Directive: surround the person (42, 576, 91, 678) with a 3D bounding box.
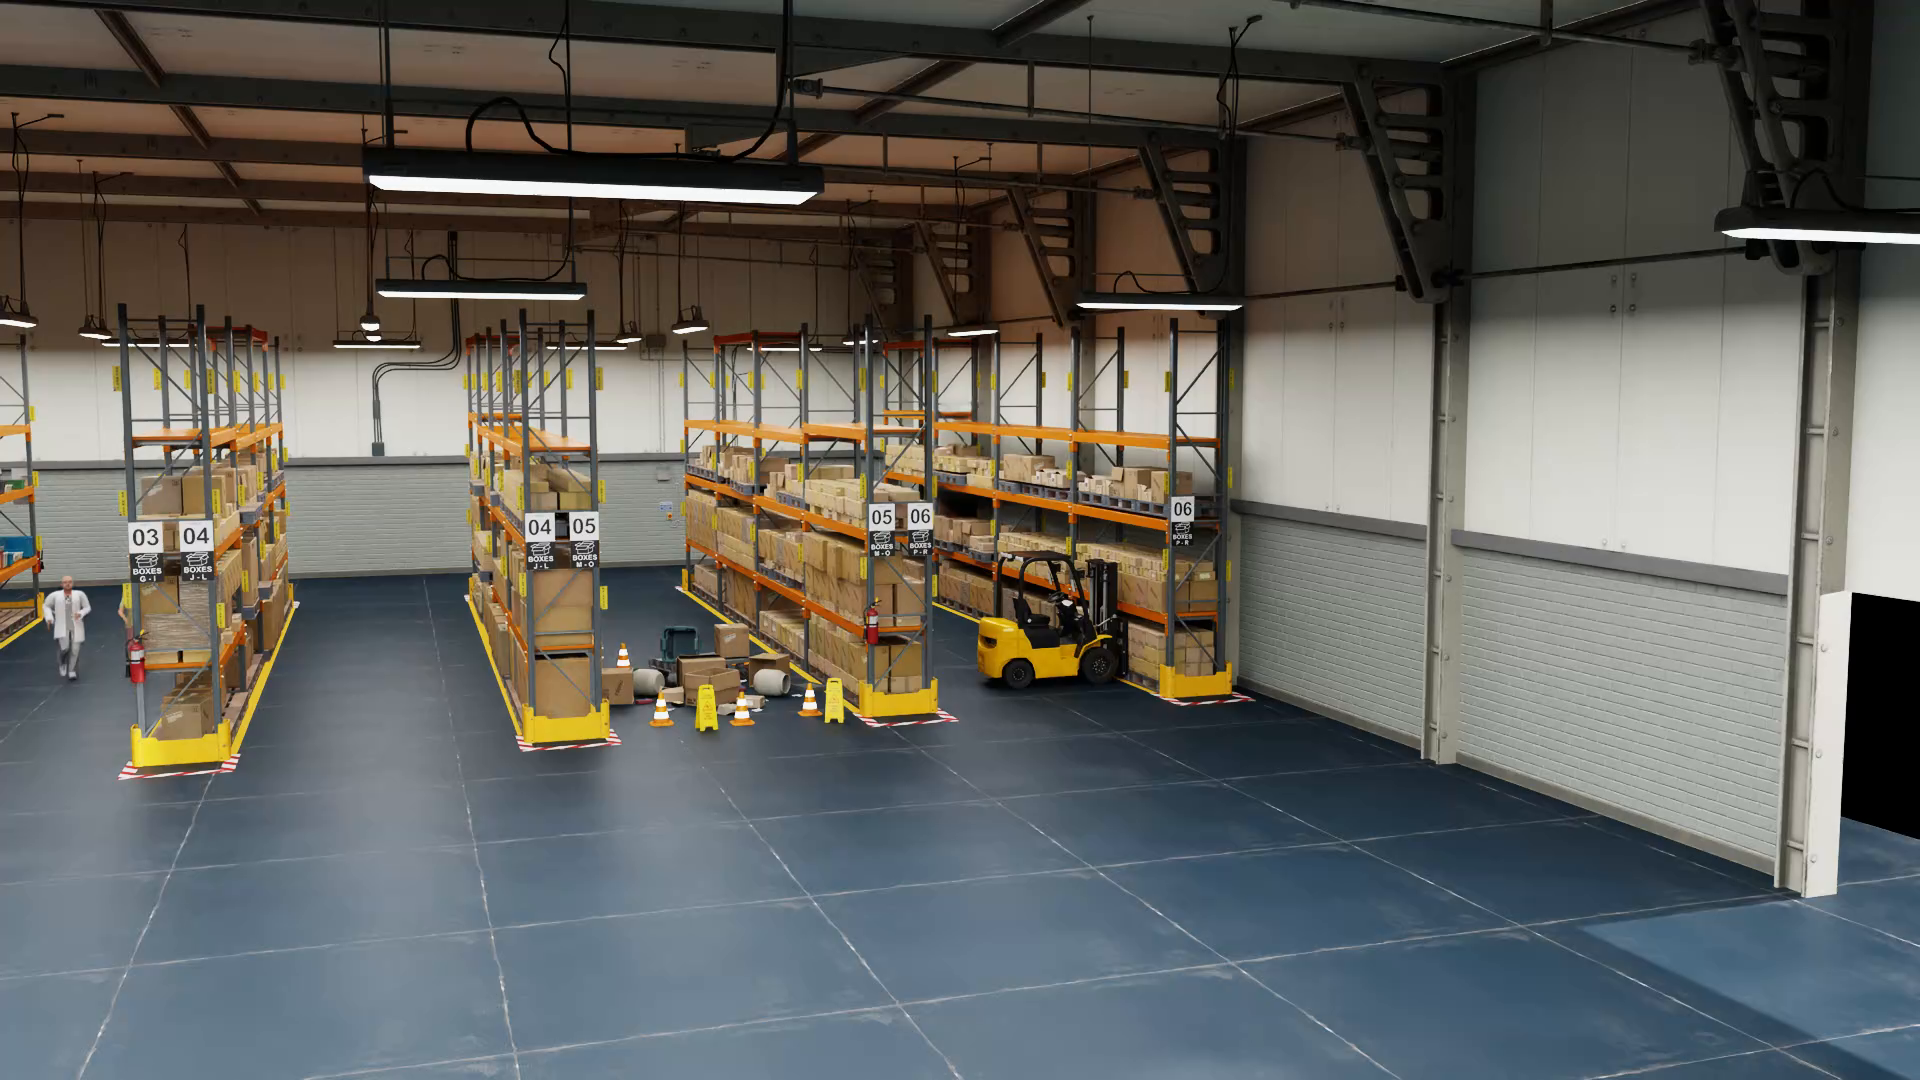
[{"bbox_3d":[-14.989,1.475,27.967,0.704,1.734,0.653,-4,7,-34],"label":"person"}]

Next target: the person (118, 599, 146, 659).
[{"bbox_3d":[-14.102,1.488,28.520,0.565,1.623,0.544,-3,6,-29],"label":"person"}]
